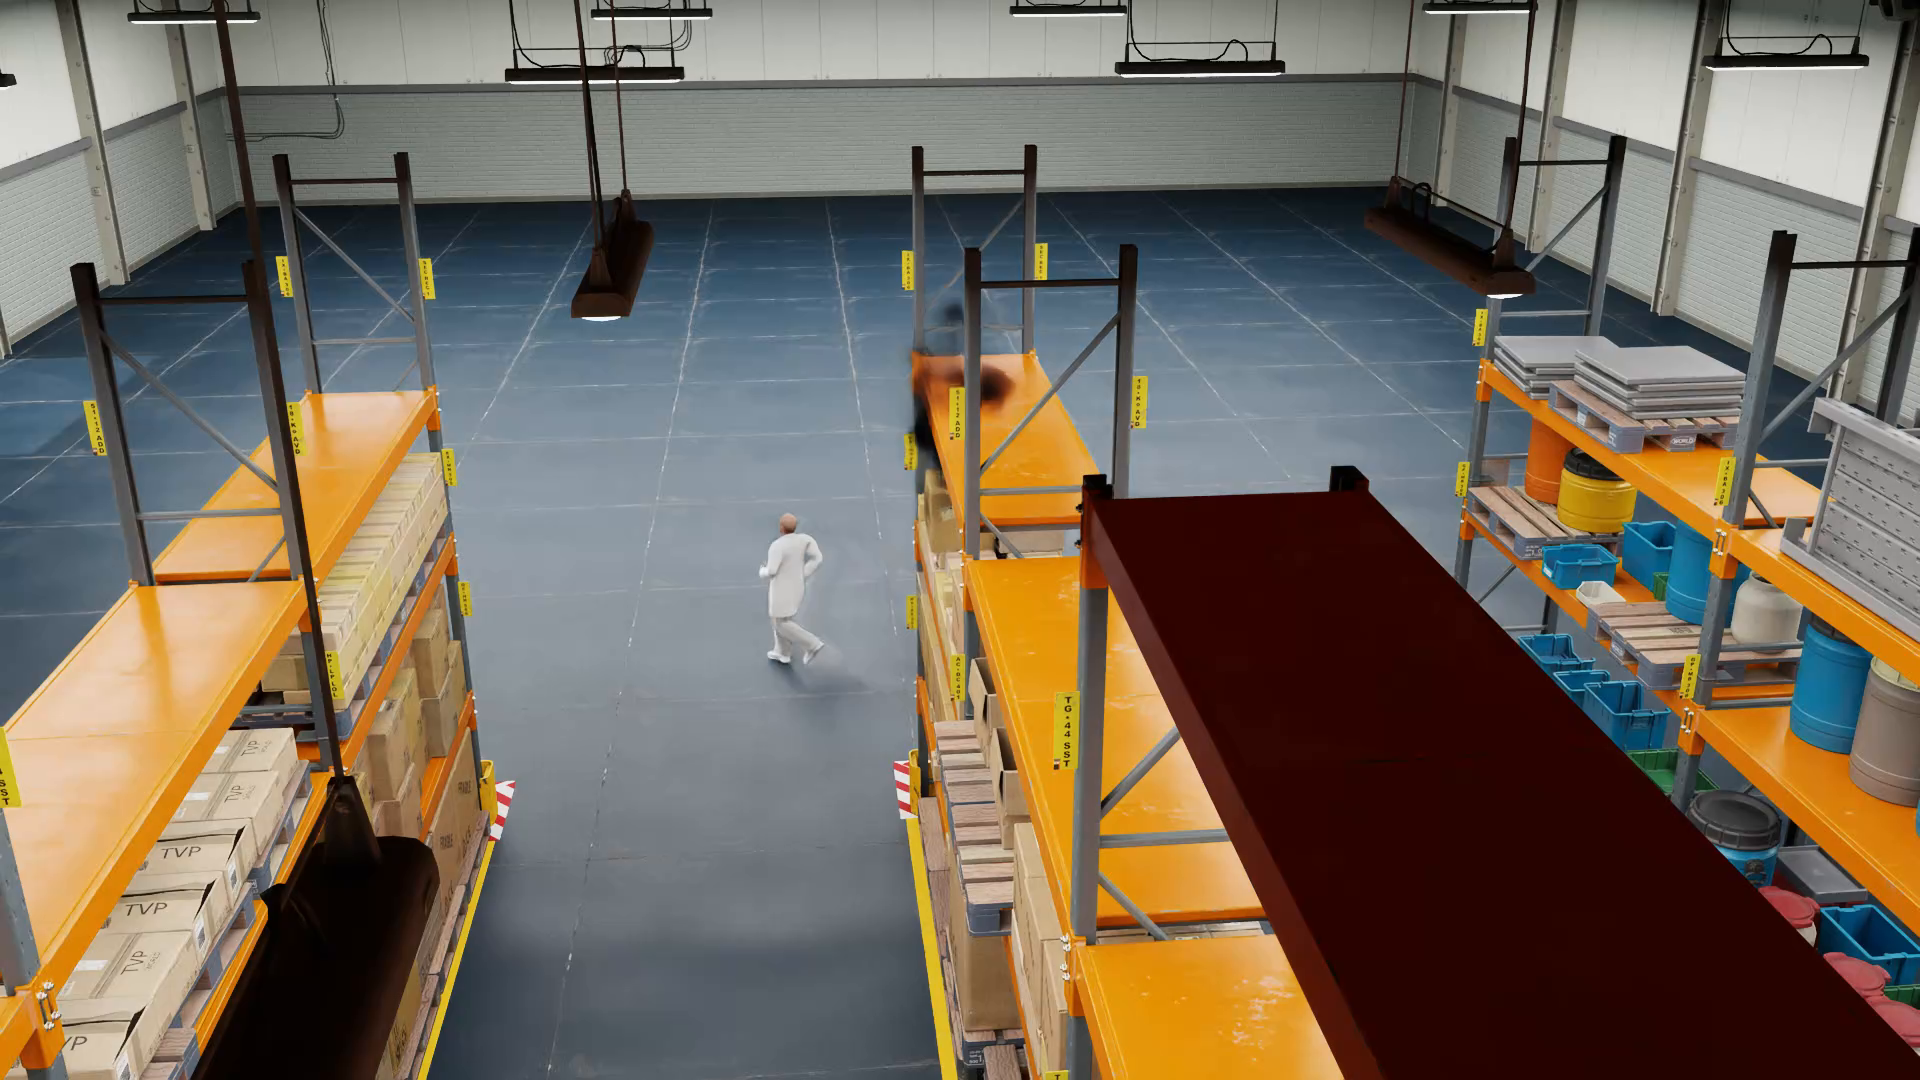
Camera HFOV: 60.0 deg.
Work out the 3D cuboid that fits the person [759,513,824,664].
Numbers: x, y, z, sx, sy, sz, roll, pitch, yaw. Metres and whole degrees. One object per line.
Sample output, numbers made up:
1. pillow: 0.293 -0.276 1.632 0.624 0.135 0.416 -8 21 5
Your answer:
1. person: -1.814 0.565 17.854 0.858 1.775 0.704 17 27 36
